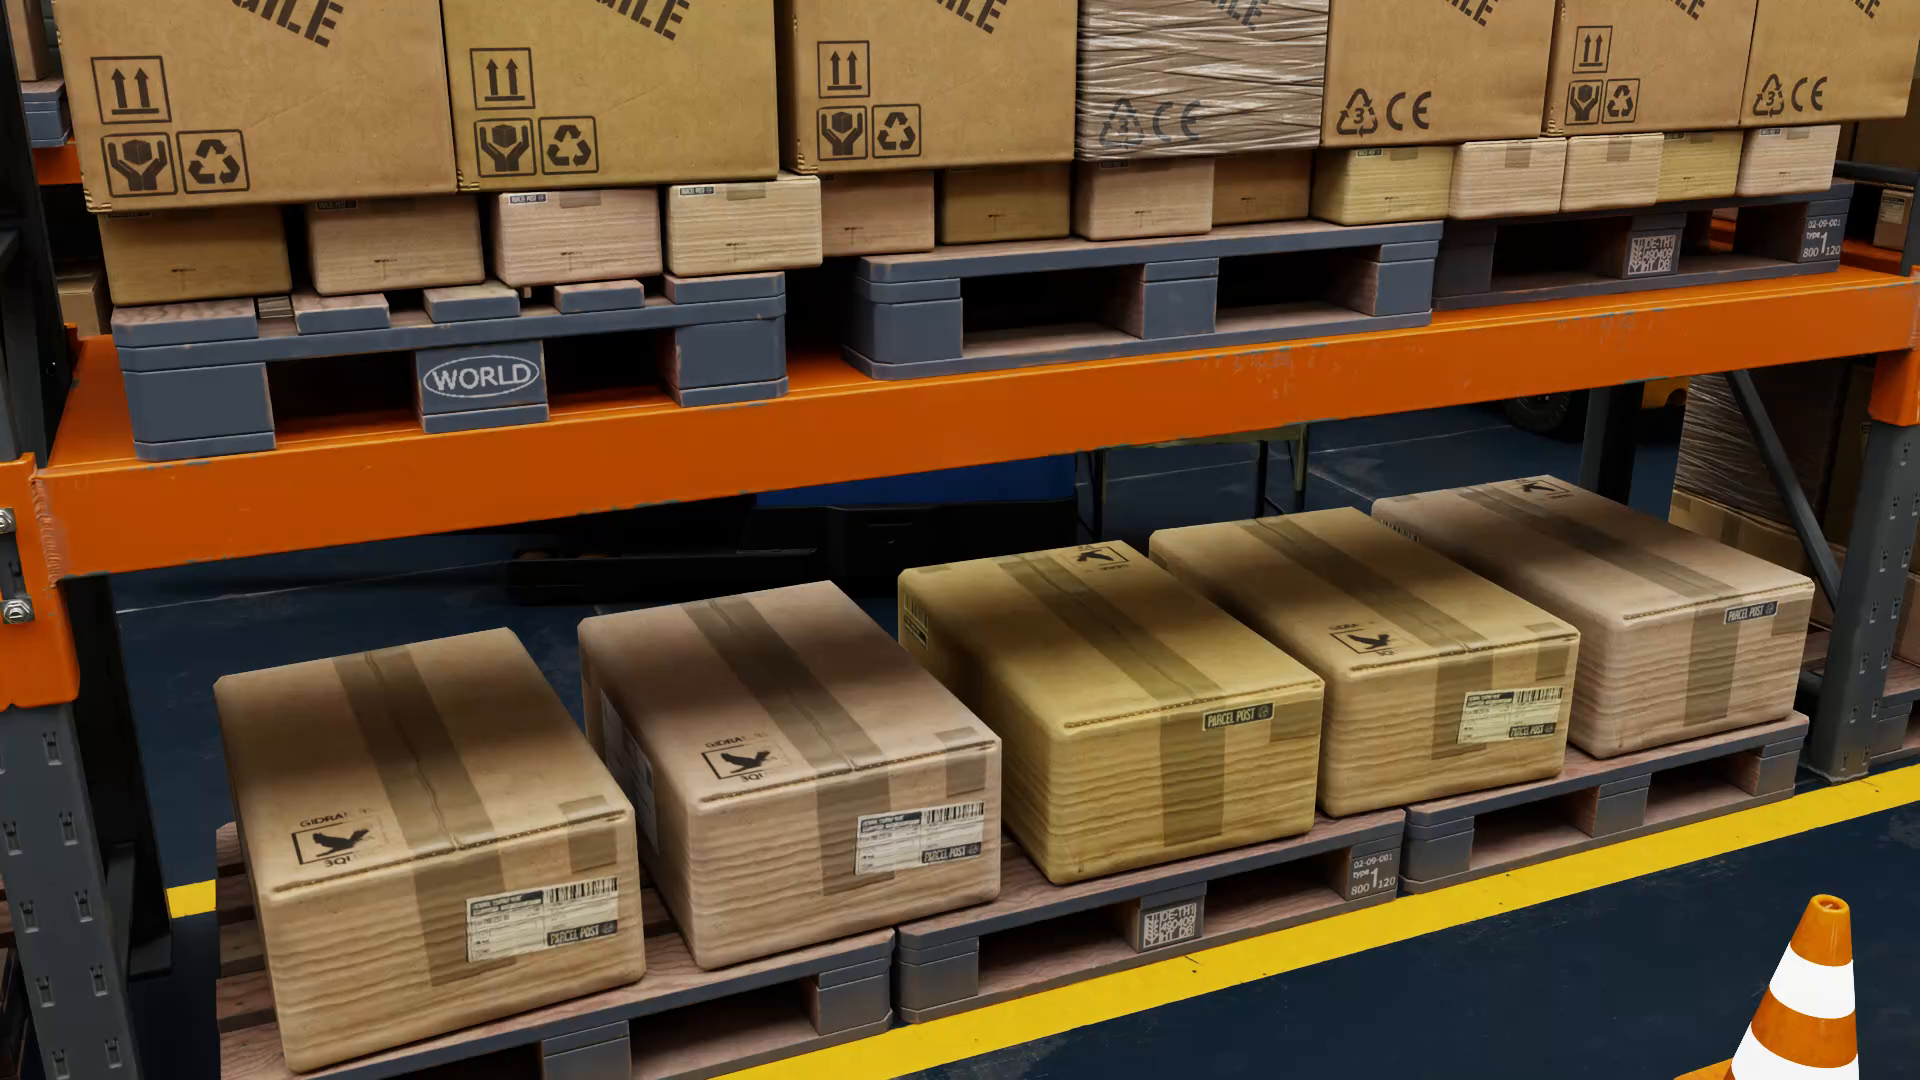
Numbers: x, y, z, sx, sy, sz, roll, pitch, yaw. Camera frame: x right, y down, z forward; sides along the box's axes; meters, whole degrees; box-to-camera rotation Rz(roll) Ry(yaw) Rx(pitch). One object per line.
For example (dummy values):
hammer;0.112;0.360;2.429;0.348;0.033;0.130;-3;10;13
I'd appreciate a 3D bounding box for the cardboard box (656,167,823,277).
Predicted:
cardboard box;-0.415;-0.565;2.855;0.250;0.149;0.380;-8;21;-22

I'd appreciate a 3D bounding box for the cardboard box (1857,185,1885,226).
cardboard box;2.483;-0.998;4.719;0.250;0.149;0.380;-8;21;-21

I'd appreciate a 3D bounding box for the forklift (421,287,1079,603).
forklift;-1.145;-1.358;5.464;3.031;2.935;1.130;-1;19;-4

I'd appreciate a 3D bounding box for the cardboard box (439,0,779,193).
cardboard box;-0.610;-0.865;2.732;0.500;0.500;0.500;-7;21;-19

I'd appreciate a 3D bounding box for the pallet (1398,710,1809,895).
pallet;1.368;0.472;4.365;1.213;0.211;1.003;-8;21;-22

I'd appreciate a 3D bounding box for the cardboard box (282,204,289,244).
cardboard box;-1.165;-0.672;3.160;0.250;0.149;0.380;-8;21;-21

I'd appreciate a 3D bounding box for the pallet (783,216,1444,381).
pallet;0.211;-0.603;3.506;1.213;0.211;1.003;-8;21;-22

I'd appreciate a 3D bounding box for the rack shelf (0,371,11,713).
rack shelf;-3.427;0.182;2.071;4.000;0.370;1.077;-8;21;-22

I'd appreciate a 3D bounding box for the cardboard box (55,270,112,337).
cardboard box;-3.863;-0.831;6.998;0.500;0.500;0.500;-8;21;-20

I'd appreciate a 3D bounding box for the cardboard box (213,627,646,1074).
cardboard box;-1.068;0.550;3.268;0.625;0.372;0.950;-10;22;-26

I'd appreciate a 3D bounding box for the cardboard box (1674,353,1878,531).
cardboard box;2.519;-0.361;4.909;0.500;0.500;0.500;-8;21;-23

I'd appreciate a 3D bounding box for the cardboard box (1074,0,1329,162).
cardboard box;0.337;-1.000;3.116;0.500;0.500;0.500;-9;21;-24

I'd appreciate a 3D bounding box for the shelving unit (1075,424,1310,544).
shelving unit;0.795;-0.695;5.738;0.755;1.500;0.431;-4;20;-11

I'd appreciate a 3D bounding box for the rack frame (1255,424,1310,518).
rack frame;1.154;-0.719;5.806;0.023;1.500;0.400;-4;20;-11

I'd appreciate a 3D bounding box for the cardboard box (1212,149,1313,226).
cardboard box;0.494;-0.741;3.356;0.250;0.149;0.380;-9;21;-24

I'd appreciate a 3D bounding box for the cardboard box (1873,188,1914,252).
cardboard box;2.499;-0.772;4.075;0.250;0.149;0.380;-8;21;-22

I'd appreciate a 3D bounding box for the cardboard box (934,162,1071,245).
cardboard box;0.019;-0.669;3.152;0.250;0.149;0.380;-7;21;-20

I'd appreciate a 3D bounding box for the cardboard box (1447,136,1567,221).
cardboard box;1.015;-0.765;3.425;0.250;0.149;0.380;-8;21;-21

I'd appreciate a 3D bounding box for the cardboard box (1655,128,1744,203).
cardboard box;1.470;-0.845;3.651;0.250;0.149;0.380;-9;21;-24

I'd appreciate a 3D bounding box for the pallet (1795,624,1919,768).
pallet;2.685;0.270;4.938;1.213;0.211;1.003;-8;21;-22

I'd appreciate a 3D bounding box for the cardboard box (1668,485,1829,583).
cardboard box;2.519;-0.007;5.034;0.500;0.250;0.500;-7;21;-19

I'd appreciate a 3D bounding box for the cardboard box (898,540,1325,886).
cardboard box;0.305;0.352;3.829;0.625;0.372;0.950;-7;21;-20

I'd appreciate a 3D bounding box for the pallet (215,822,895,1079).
pallet;-0.872;0.793;3.453;1.213;0.211;1.003;-8;21;-22

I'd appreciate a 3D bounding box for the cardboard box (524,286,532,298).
cardboard box;-2.385;-1.178;7.793;0.625;0.625;0.875;-7;21;-20

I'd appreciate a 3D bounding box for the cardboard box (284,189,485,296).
cardboard box;-0.945;-0.513;2.708;0.250;0.149;0.380;-10;22;-25

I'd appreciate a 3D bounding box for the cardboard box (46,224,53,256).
cardboard box;-4.162;-1.285;7.309;0.250;0.149;0.380;-7;21;-19

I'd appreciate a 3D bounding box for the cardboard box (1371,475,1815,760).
cardboard box;1.602;0.165;4.362;0.625;0.372;0.950;-8;21;-21

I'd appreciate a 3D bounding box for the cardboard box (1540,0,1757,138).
cardboard box;1.294;-1.136;3.500;0.500;0.500;0.500;-8;21;-22

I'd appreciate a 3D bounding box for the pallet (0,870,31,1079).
pallet;-2.344;0.976;2.933;1.213;0.211;1.003;-8;21;-22

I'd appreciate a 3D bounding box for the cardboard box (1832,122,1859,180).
cardboard box;2.392;-1.268;4.509;0.500;0.500;0.500;-9;21;-23

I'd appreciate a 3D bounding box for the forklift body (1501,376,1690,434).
forklift body;2.767;-1.780;7.838;1.214;2.155;2.313;-8;21;-22

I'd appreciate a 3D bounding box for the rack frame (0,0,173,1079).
rack frame;-1.590;-0.420;2.699;0.127;3.000;1.000;-8;21;-22

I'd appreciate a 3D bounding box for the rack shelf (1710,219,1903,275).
rack shelf;3.919;-0.870;5.060;4.000;0.370;1.077;-8;21;-22
